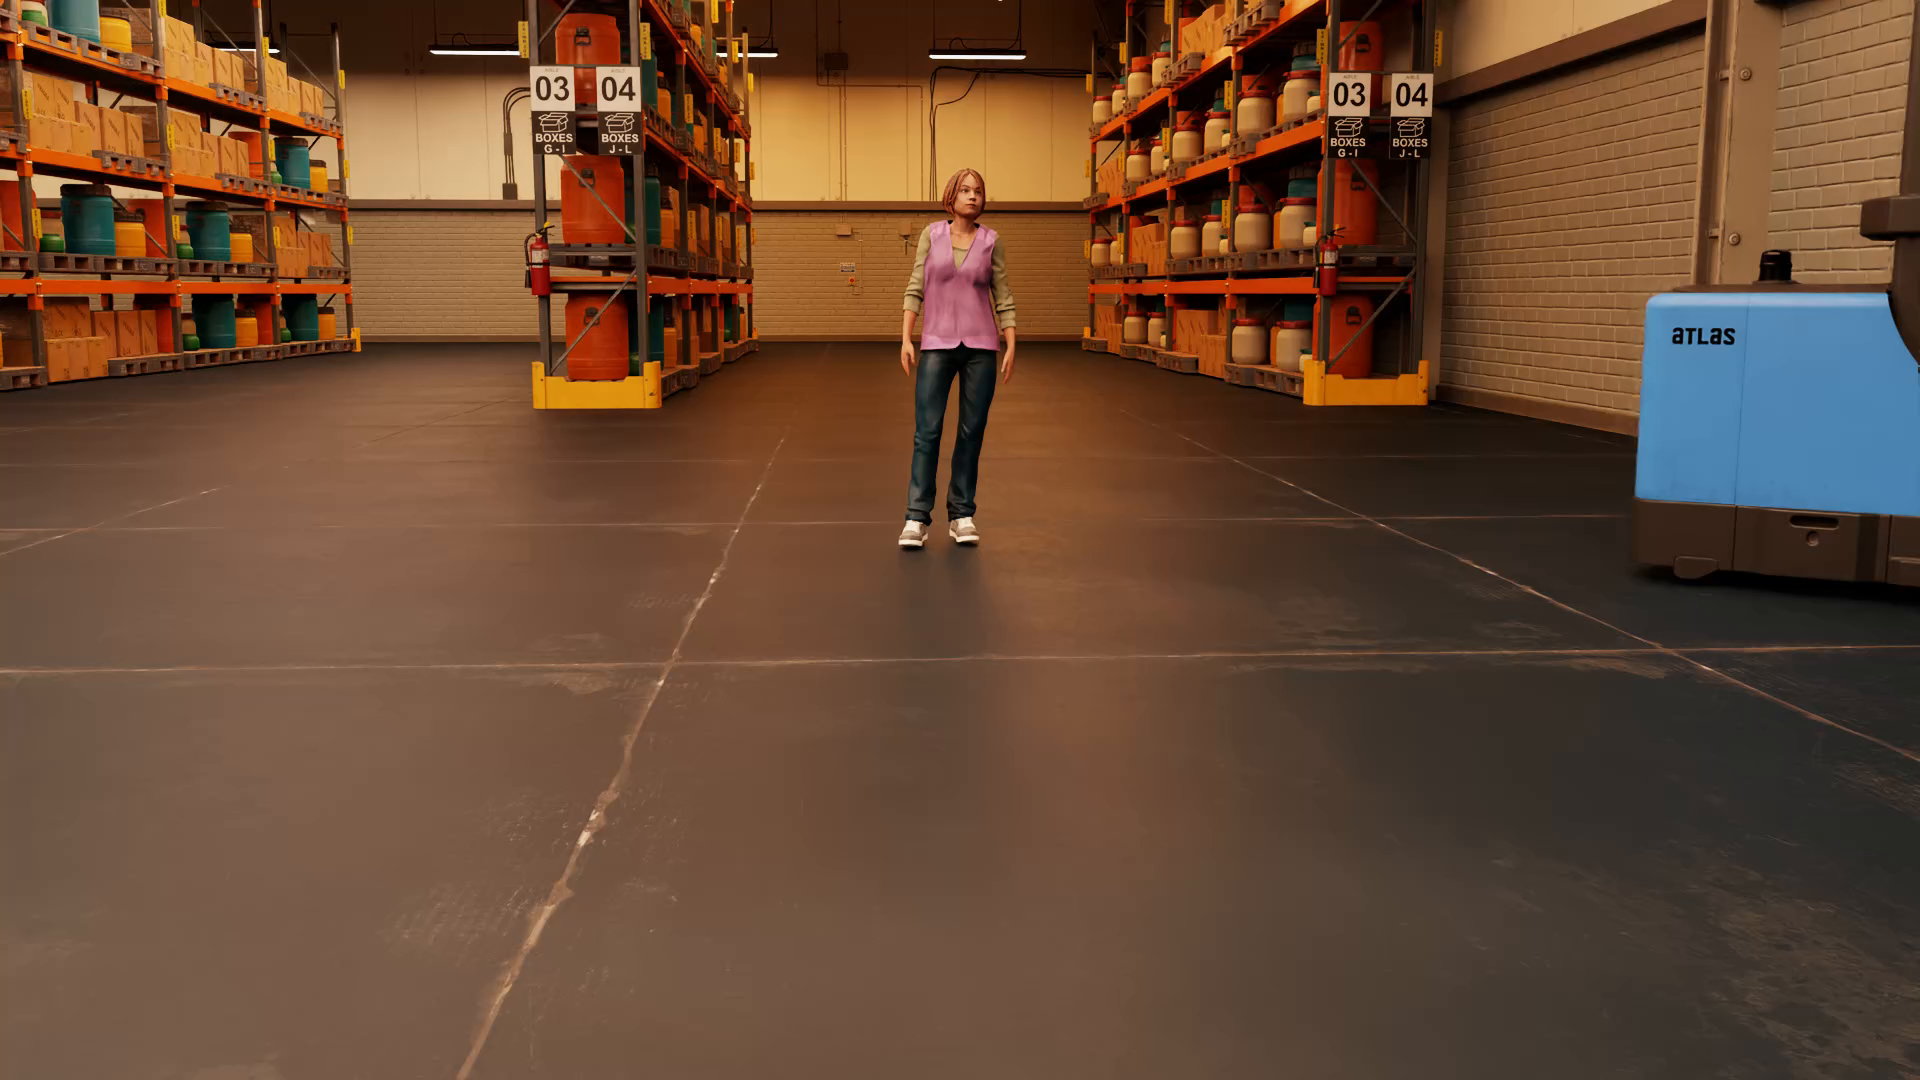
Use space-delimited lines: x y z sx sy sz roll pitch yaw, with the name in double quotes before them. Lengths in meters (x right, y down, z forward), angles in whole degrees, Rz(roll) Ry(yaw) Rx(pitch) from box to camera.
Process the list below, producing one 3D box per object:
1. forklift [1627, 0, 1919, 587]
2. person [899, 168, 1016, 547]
"forklift" 4.053 -1.243 5.704 3.031 2.935 1.130 5 10 31
"person" -0.010 -0.786 7.118 0.520 1.597 0.476 -1 8 -4
